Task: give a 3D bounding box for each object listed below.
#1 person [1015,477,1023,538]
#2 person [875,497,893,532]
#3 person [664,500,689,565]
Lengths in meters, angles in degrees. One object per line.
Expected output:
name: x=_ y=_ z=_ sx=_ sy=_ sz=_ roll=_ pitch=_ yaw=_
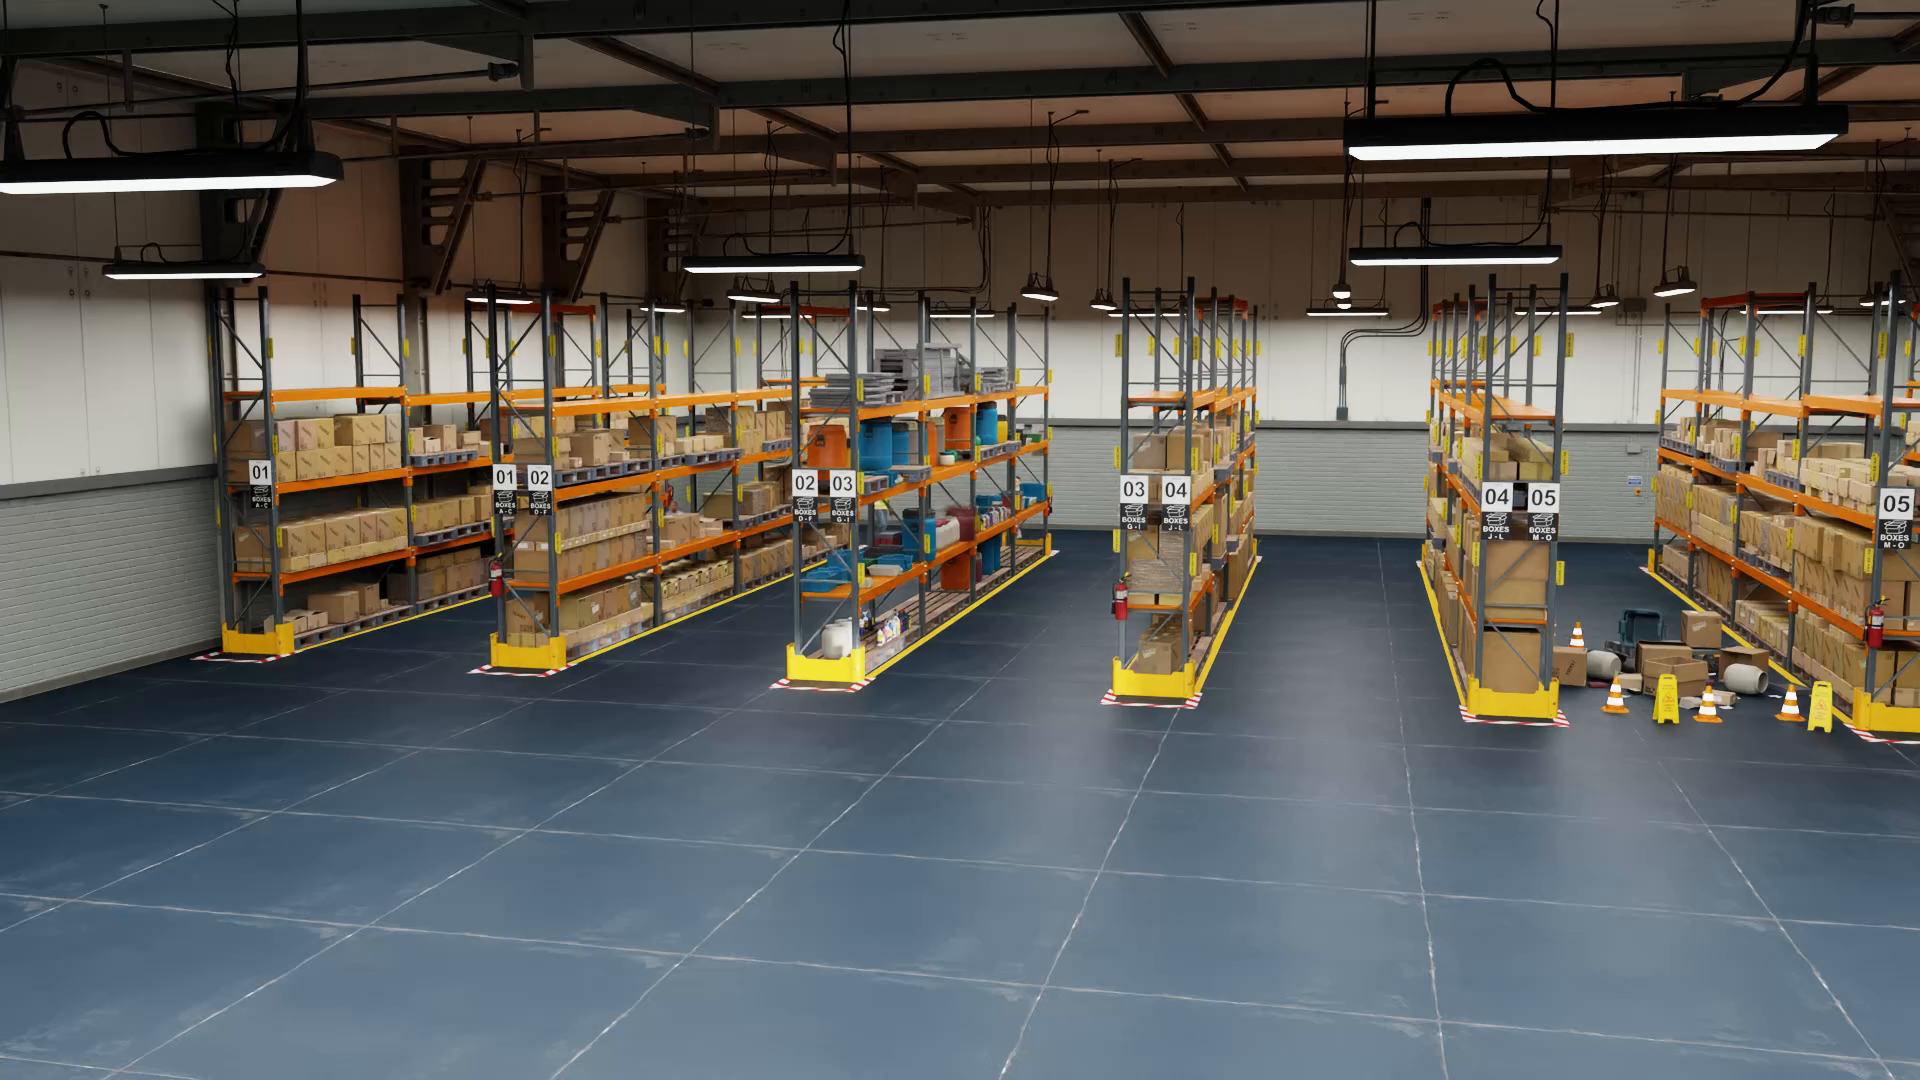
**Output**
person: x=1.524 y=-0.866 z=44.041 sx=0.453 sy=1.591 sz=1.104 roll=-3 pitch=7 yaw=-21
person: x=-1.972 y=-0.751 z=42.431 sx=0.458 sy=1.791 sz=0.627 roll=5 pitch=8 yaw=37
person: x=-6.410 y=-0.108 z=37.508 sx=0.481 sy=1.590 sz=0.781 roll=1 pitch=7 yaw=12
